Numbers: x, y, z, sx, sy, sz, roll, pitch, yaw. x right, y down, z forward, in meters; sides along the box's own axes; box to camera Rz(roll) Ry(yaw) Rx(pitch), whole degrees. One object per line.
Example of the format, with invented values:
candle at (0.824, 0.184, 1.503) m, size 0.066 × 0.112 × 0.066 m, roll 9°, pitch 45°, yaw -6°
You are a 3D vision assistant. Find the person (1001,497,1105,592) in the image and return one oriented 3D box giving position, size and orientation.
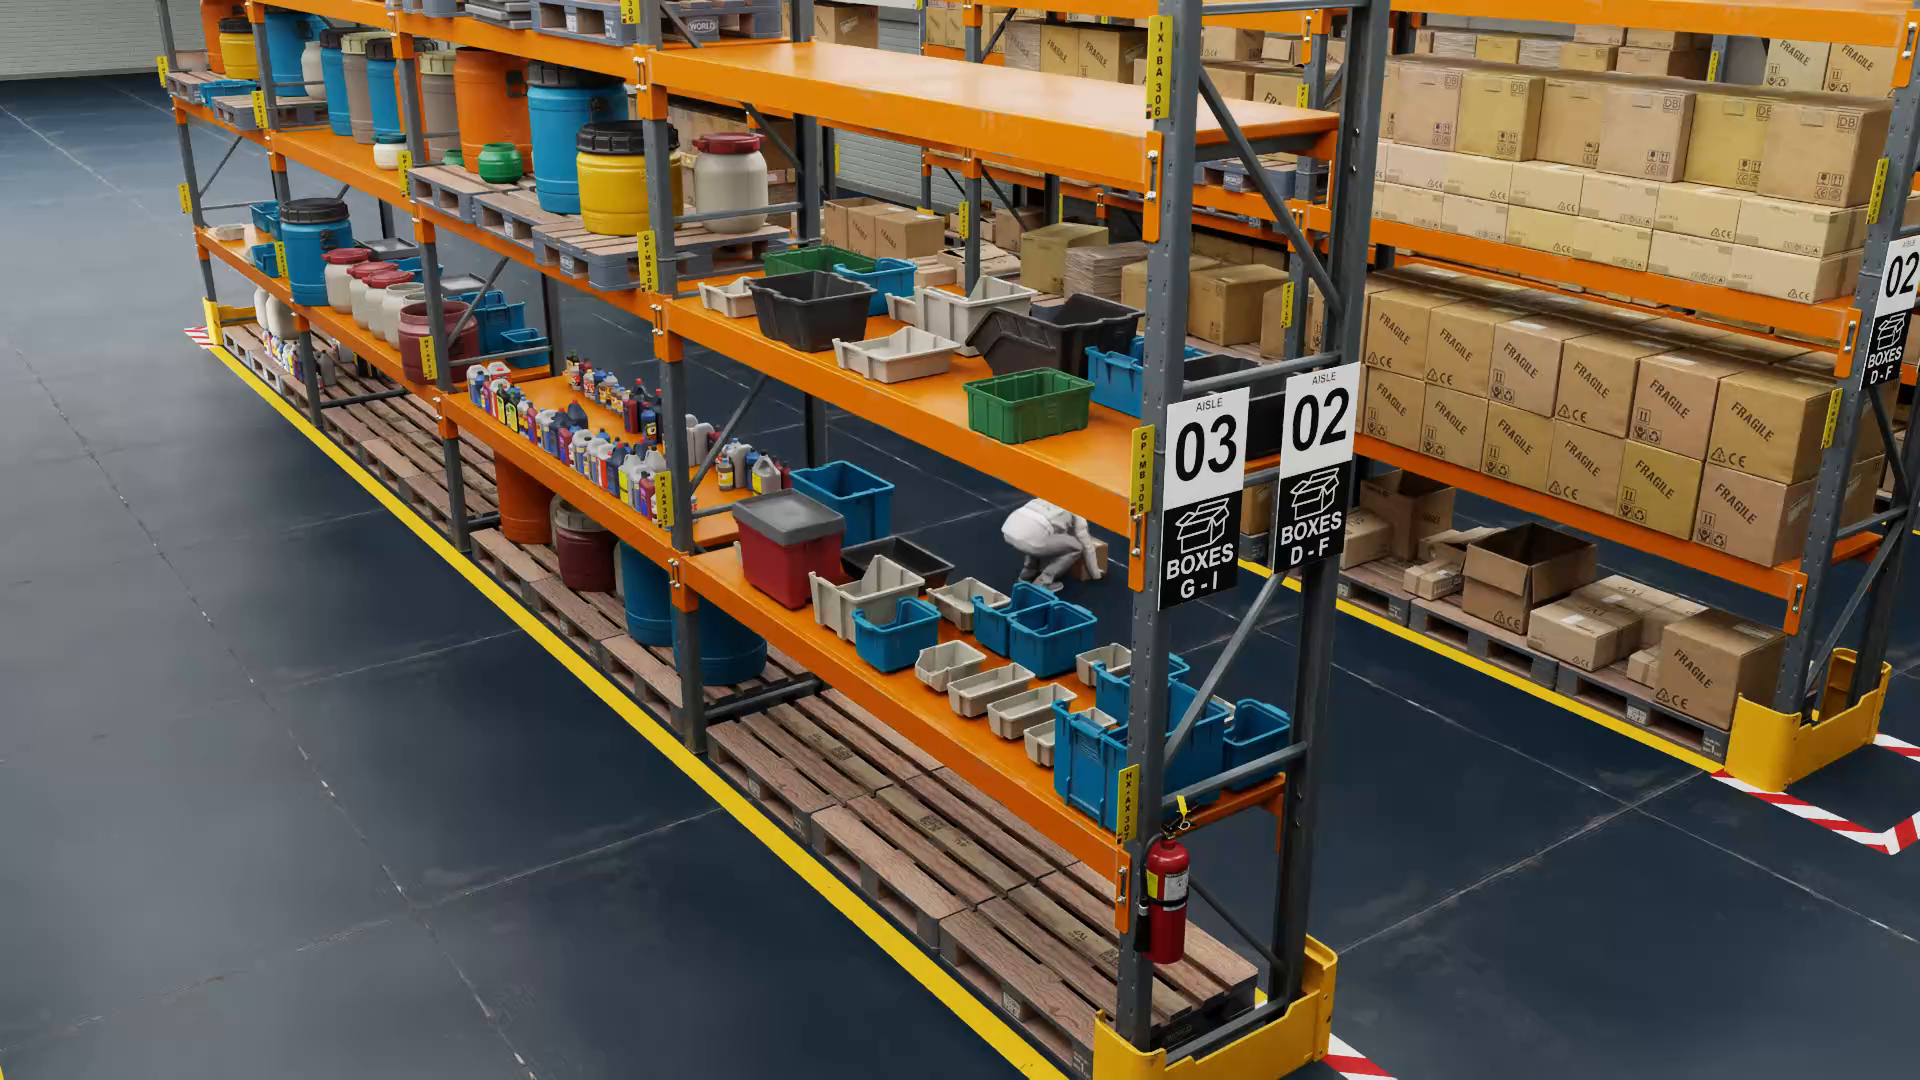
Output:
person at (0.717, -0.032, 12.436) m, size 0.900 × 0.814 × 0.457 m, roll -15°, pitch 26°, yaw -34°
